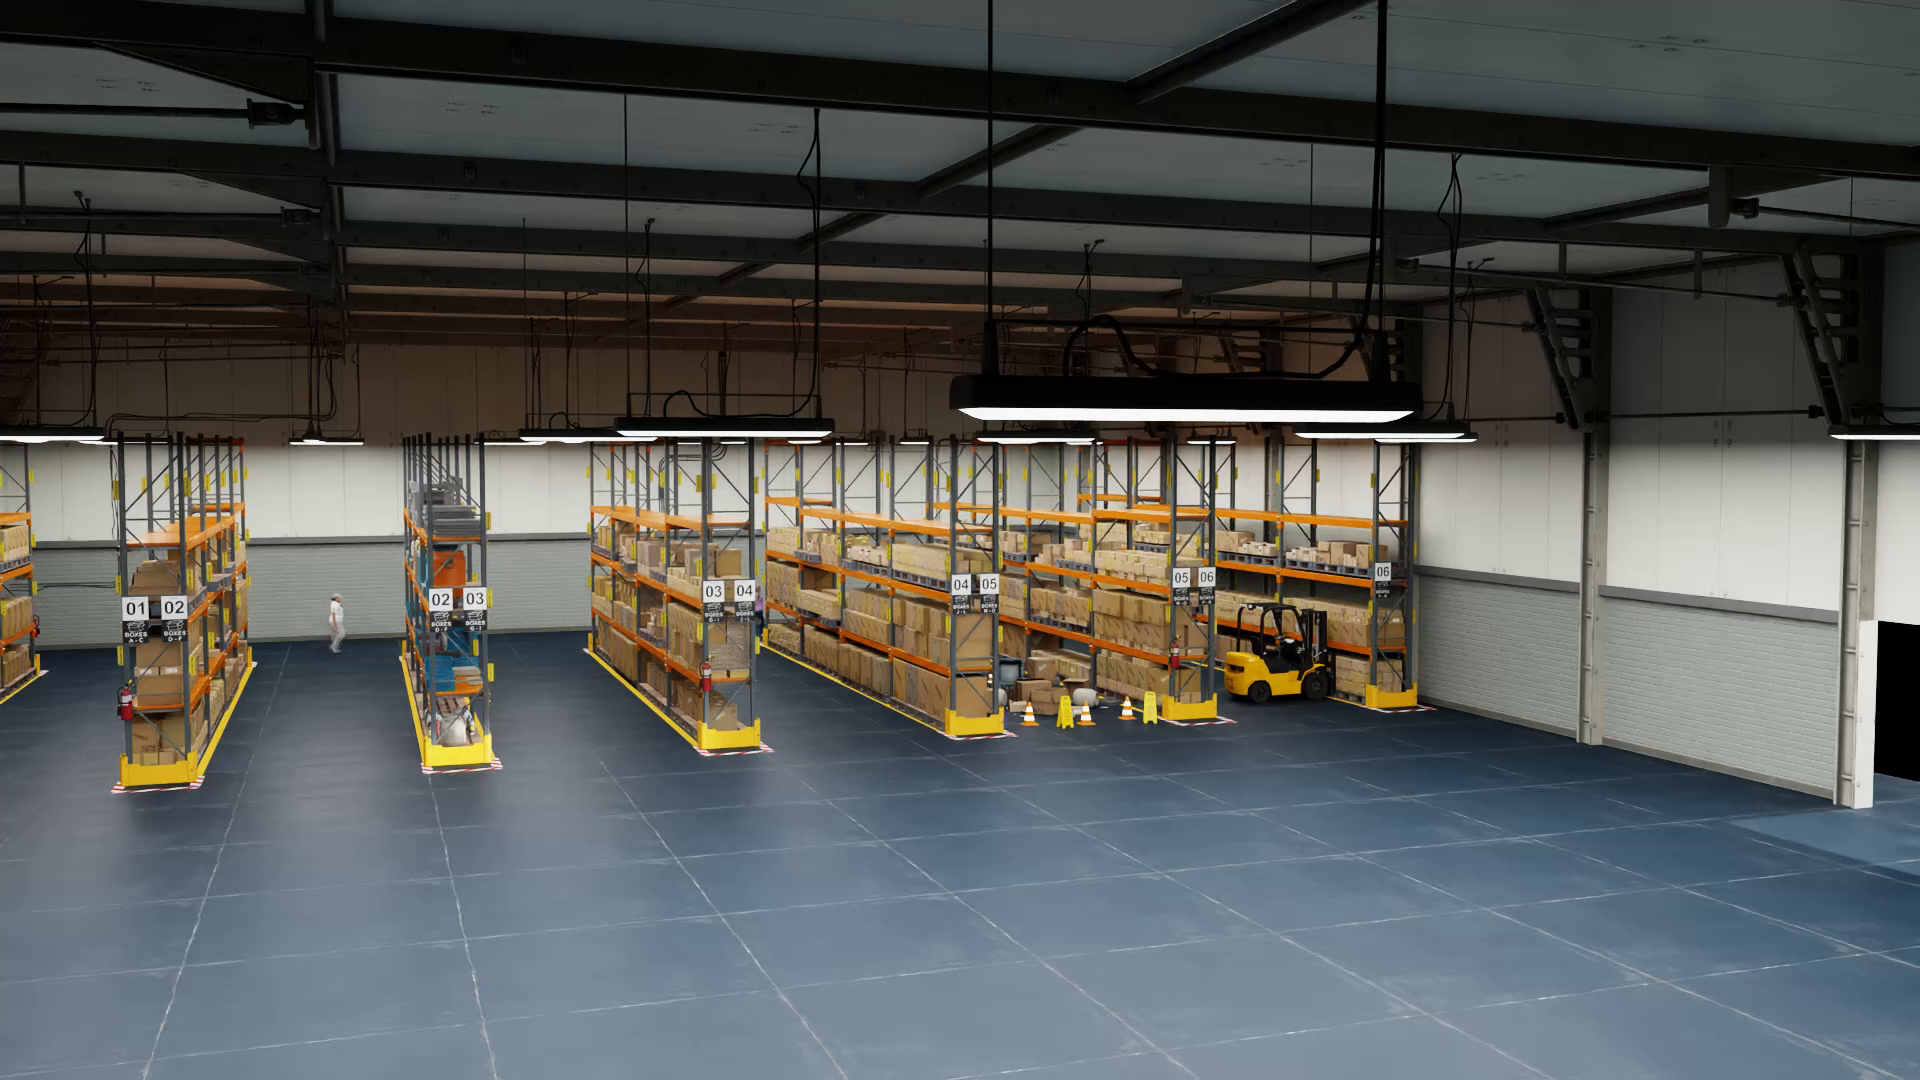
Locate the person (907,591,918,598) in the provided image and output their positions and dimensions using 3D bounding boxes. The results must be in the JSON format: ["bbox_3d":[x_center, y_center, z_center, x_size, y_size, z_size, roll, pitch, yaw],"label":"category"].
[{"bbox_3d":[-1.505,1.985,52.222,0.553,1.653,0.453,1,3,24],"label":"person"}]

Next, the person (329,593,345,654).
[{"bbox_3d":[-17.369,2.325,46.342,0.433,1.685,0.511,-1,3,-19],"label":"person"}]

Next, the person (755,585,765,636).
[{"bbox_3d":[-6.185,2.181,50.471,0.833,1.462,0.416,0,3,-8],"label":"person"}]
